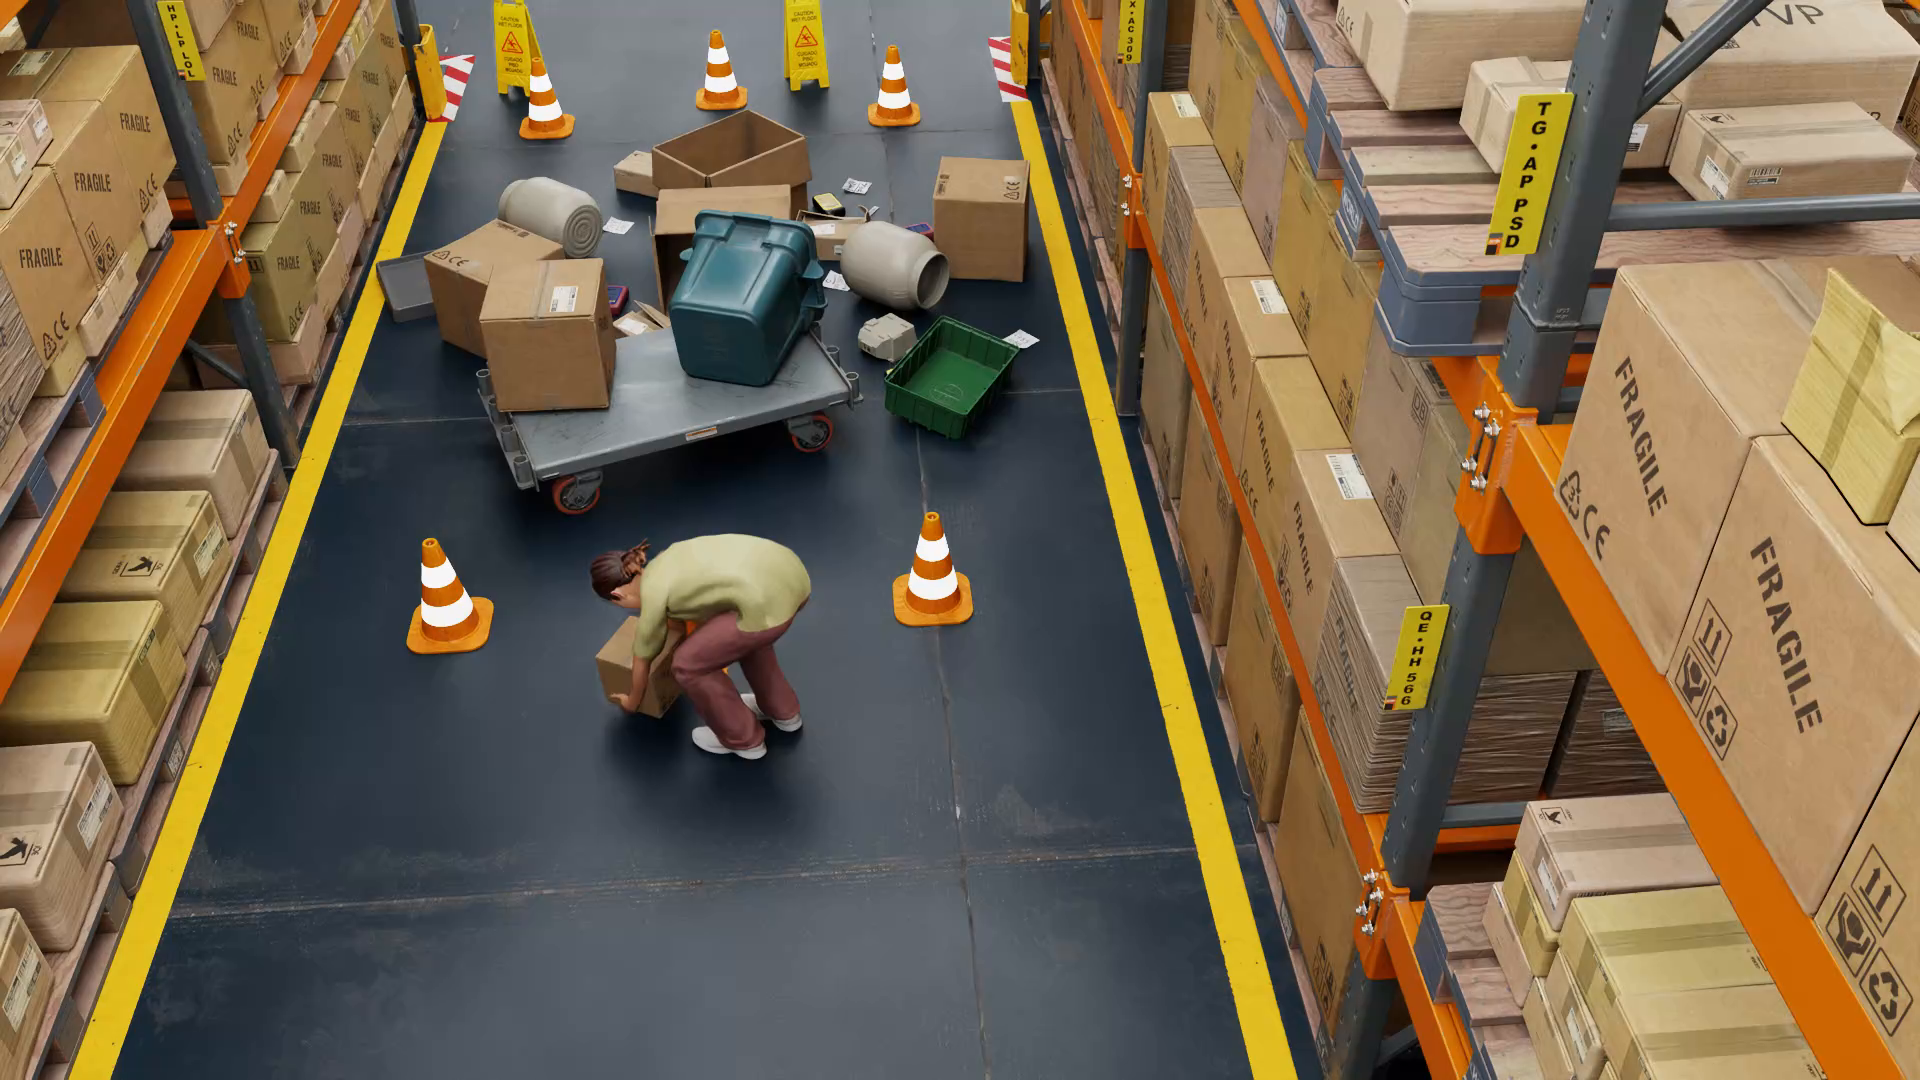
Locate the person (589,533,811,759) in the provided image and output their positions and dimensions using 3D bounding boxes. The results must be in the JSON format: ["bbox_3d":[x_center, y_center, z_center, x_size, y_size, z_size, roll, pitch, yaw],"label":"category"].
[{"bbox_3d":[-0.965,0.361,6.287,0.855,0.950,0.452,14,41,16],"label":"person"}]
